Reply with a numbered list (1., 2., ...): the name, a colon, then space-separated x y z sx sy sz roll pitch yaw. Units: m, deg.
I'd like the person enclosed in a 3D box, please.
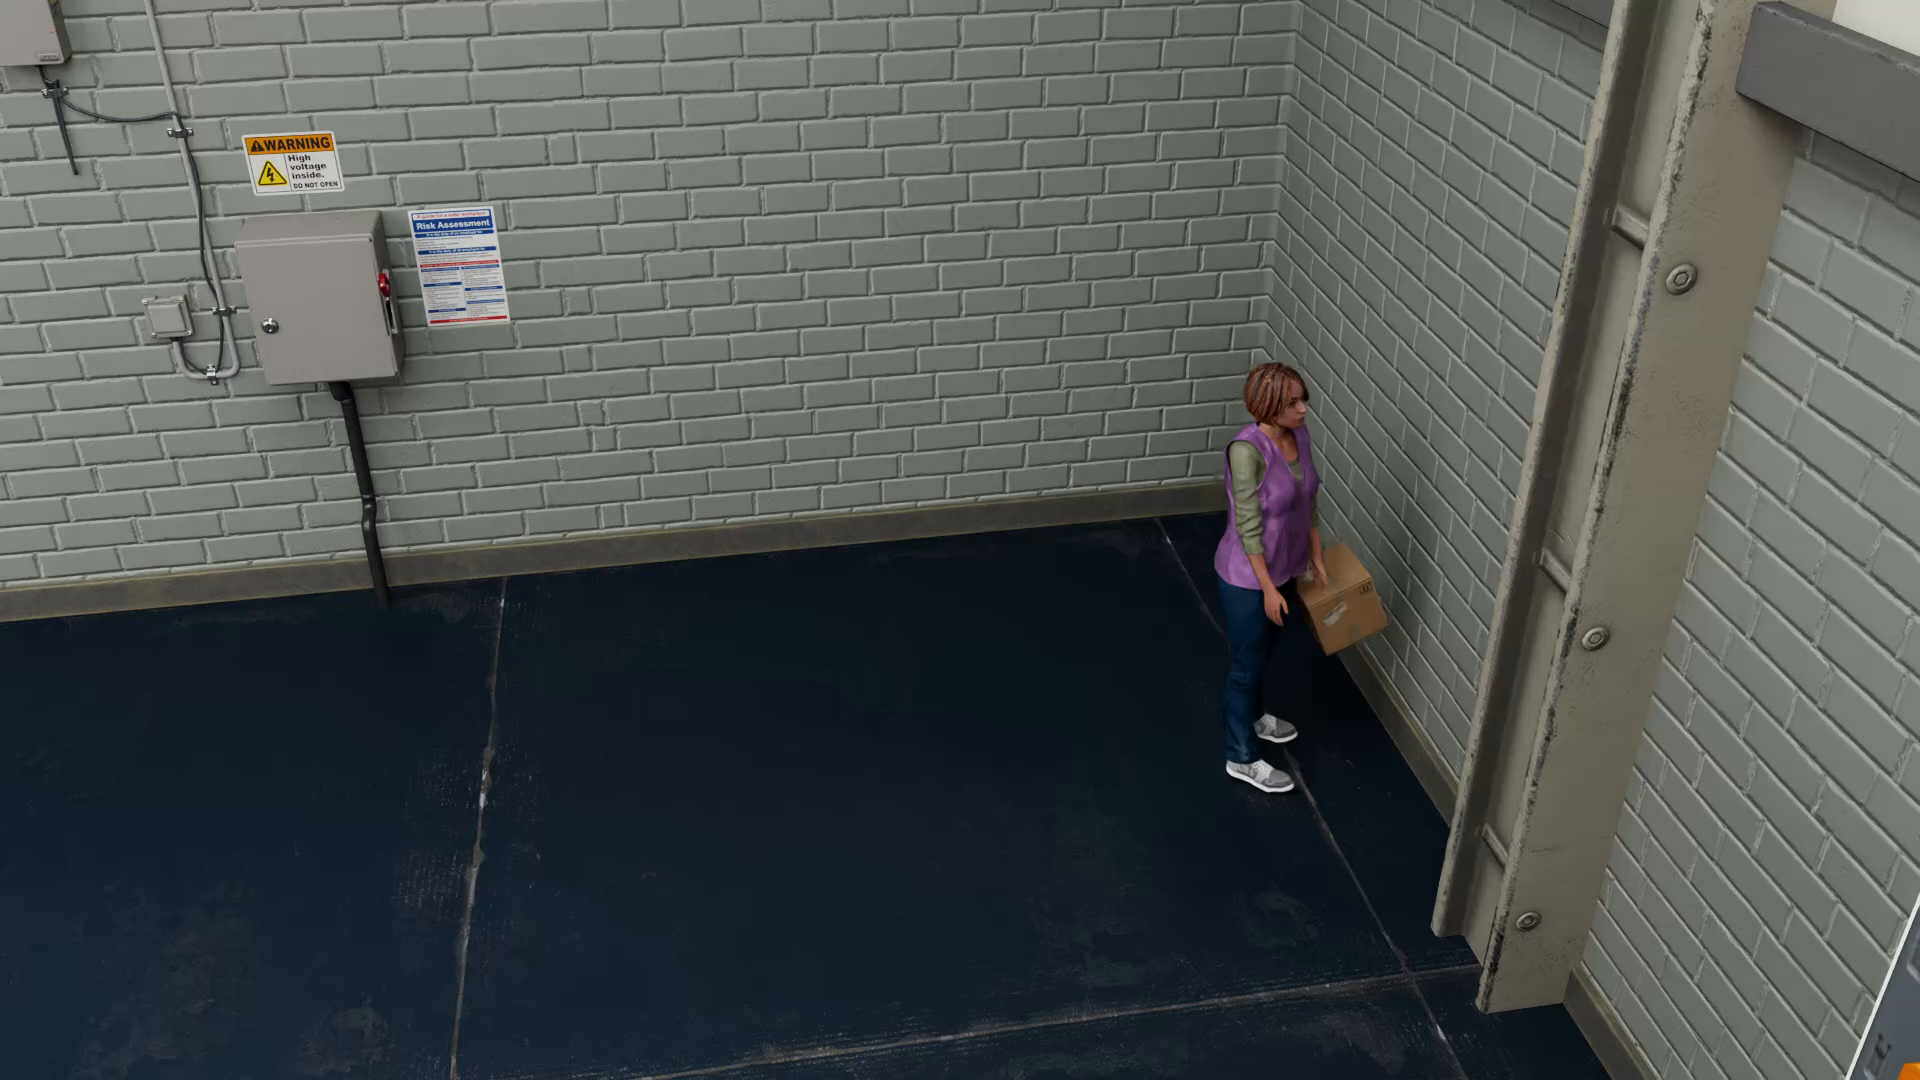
1. person: 1.136 0.132 5.888 0.450 1.604 0.438 26 40 36
